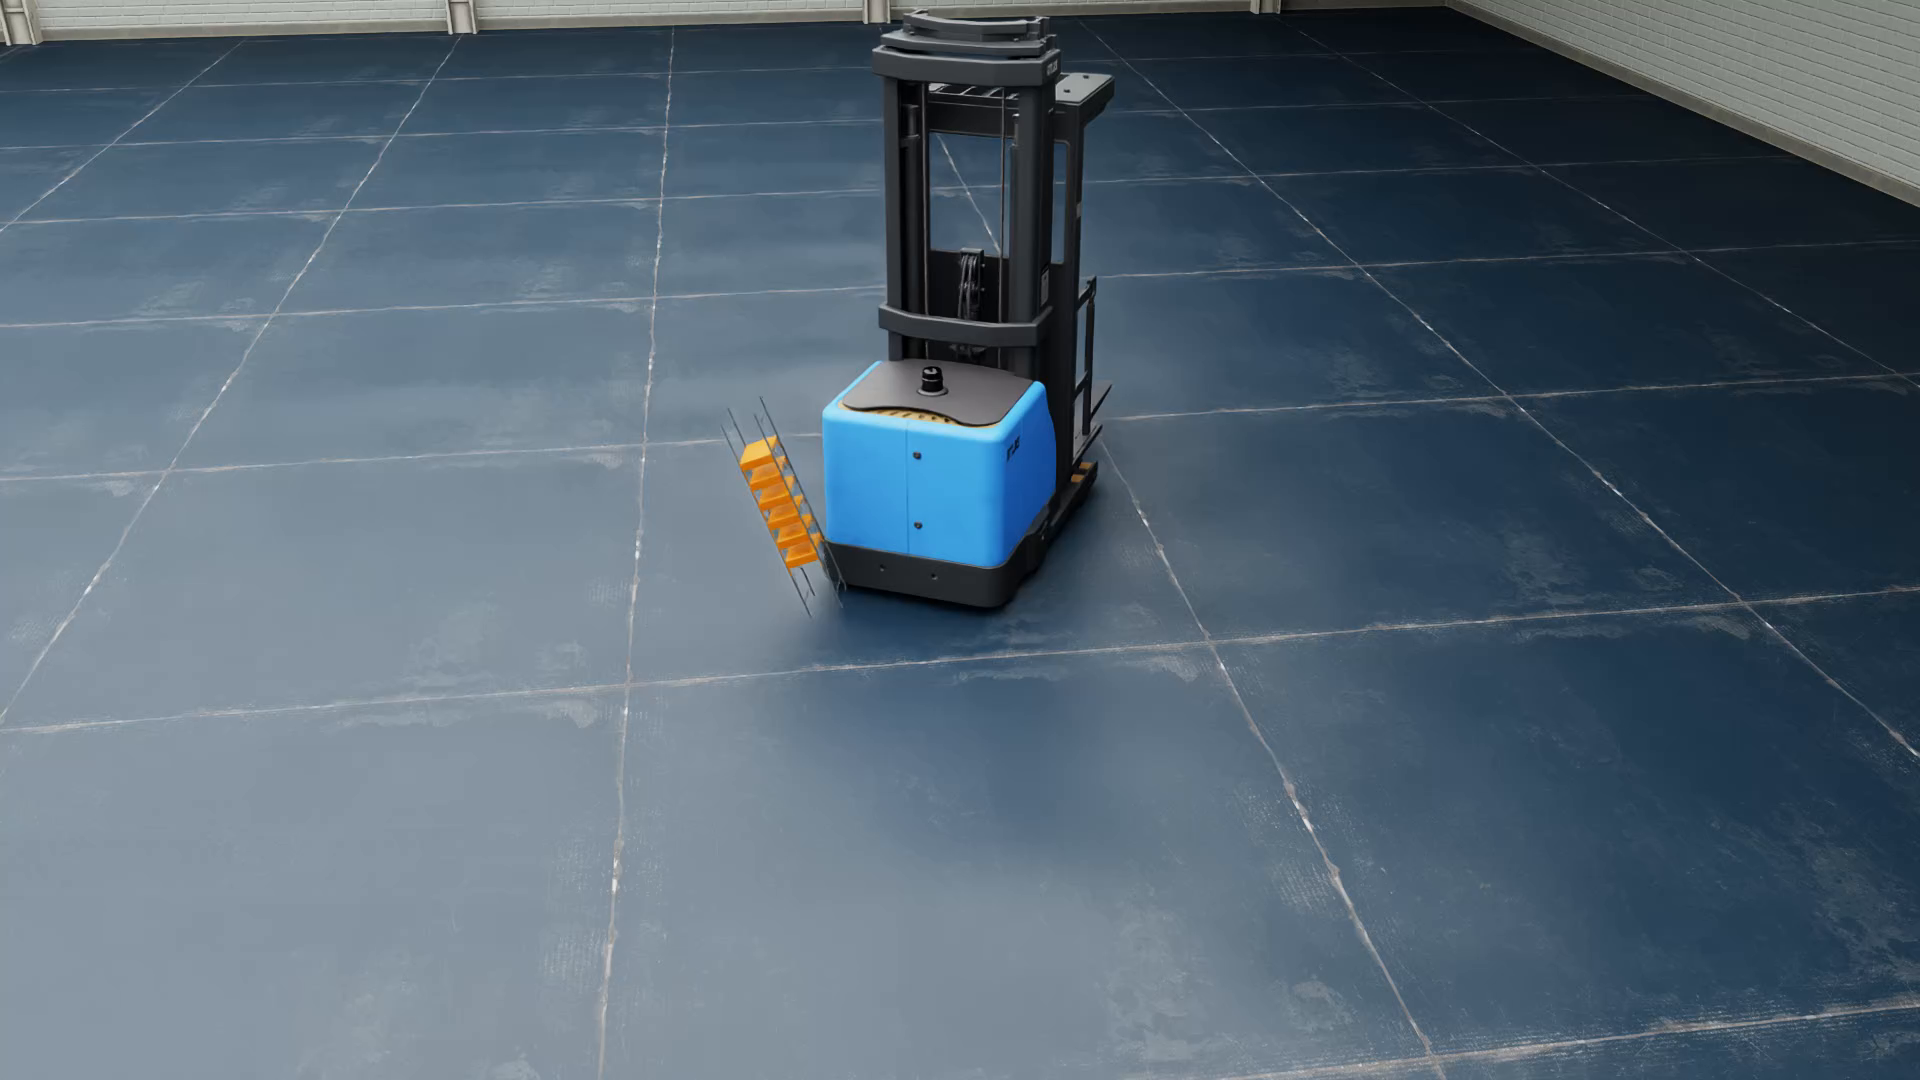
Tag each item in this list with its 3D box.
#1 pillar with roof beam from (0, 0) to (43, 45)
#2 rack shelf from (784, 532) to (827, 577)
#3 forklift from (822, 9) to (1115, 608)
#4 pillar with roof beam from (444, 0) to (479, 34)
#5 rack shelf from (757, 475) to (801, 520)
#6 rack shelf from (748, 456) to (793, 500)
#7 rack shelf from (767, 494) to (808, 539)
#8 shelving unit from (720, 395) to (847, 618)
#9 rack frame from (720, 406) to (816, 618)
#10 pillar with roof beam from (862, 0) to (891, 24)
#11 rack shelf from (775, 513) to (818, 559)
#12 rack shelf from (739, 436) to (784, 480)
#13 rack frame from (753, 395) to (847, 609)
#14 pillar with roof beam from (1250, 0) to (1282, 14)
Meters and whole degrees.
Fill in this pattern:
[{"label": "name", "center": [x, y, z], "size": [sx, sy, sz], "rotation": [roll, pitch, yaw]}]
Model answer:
[{"label": "pillar with roof beam", "center": [-12.530, -9.041, 17.514], "size": [0.400, 9.000, 9.100], "rotation": [-4, 27, -7]}, {"label": "rack shelf", "center": [-0.821, 0.073, 8.882], "size": [0.180, 0.103, 0.258], "rotation": [-17, 25, 11]}, {"label": "forklift", "center": [0.222, -1.596, 9.651], "size": [1.130, 2.935, 3.031], "rotation": [9, 29, 17]}, {"label": "pillar with roof beam", "center": [-6.589, -9.423, 18.258], "size": [0.400, 9.000, 9.100], "rotation": [-4, 27, -7]}, {"label": "rack shelf", "center": [-0.944, -0.229, 8.731], "size": [0.180, 0.103, 0.258], "rotation": [-17, 25, 11]}, {"label": "rack shelf", "center": [-0.986, -0.330, 8.681], "size": [0.180, 0.103, 0.258], "rotation": [-17, 25, 11]}, {"label": "rack shelf", "center": [-0.903, -0.128, 8.781], "size": [0.180, 0.103, 0.258], "rotation": [-17, 25, 11]}, {"label": "shelving unit", "center": [-0.918, -0.165, 8.763], "size": [0.189, 1.200, 0.258], "rotation": [-17, 25, 11]}, {"label": "rack frame", "center": [-1.004, -0.139, 8.780], "size": [0.006, 1.200, 0.240], "rotation": [-17, 25, 11]}, {"label": "pillar with roof beam", "center": [-0.647, -9.805, 19.001], "size": [0.400, 9.000, 9.100], "rotation": [-4, 27, -7]}, {"label": "rack shelf", "center": [-0.862, -0.027, 8.832], "size": [0.180, 0.103, 0.258], "rotation": [-17, 25, 11]}, {"label": "rack shelf", "center": [-1.027, -0.430, 8.630], "size": [0.180, 0.103, 0.258], "rotation": [-17, 25, 11]}, {"label": "rack frame", "center": [-0.833, -0.192, 8.746], "size": [0.006, 1.200, 0.240], "rotation": [-17, 25, 11]}, {"label": "pillar with roof beam", "center": [5.294, -10.186, 19.745], "size": [0.400, 9.000, 9.100], "rotation": [-4, 27, -7]}]
